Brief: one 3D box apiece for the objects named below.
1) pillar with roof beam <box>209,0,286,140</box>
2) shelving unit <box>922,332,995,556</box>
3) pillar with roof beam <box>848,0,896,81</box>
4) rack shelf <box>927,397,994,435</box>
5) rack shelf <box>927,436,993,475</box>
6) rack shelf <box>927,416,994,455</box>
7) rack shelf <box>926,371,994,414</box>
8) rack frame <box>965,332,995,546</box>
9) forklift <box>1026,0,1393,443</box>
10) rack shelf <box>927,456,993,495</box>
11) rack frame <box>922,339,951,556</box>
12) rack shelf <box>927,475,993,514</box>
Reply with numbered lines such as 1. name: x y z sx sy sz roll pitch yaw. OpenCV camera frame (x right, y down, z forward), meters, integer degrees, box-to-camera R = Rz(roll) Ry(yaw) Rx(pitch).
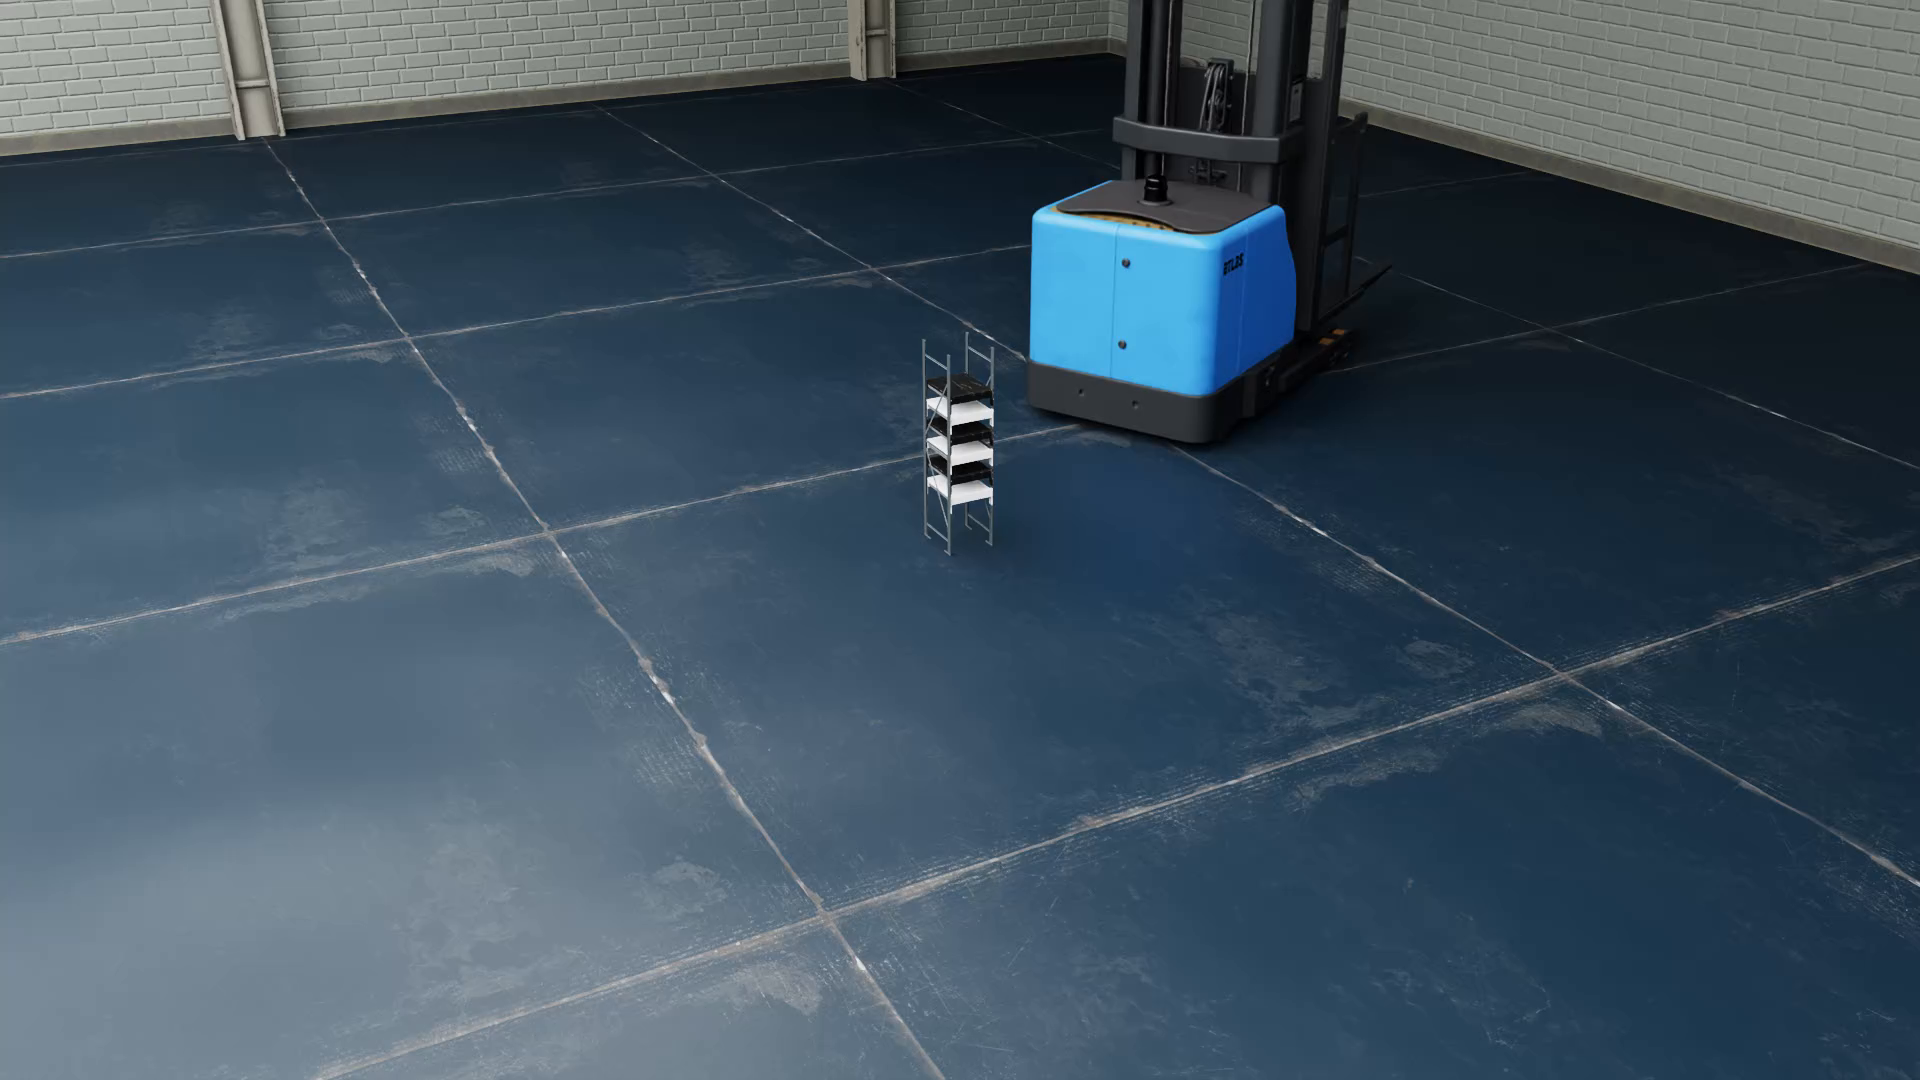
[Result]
1. pillar with roof beam: -4.172 -6.003 9.356 0.400 9.000 9.100 -13 29 -25
2. shelving unit: -0.007 -0.404 7.052 0.210 0.900 0.258 -13 29 -25
3. pillar with roof beam: 1.123 -7.225 11.901 0.400 9.000 9.100 -13 29 -25
4. rack shelf: -0.007 -0.536 6.988 0.200 0.077 0.258 -13 29 -25
5. rack shelf: -0.007 -0.374 7.066 0.200 0.077 0.258 -13 29 -25
6. rack shelf: -0.007 -0.455 7.027 0.200 0.077 0.258 -13 29 -25
7. rack shelf: -0.007 -0.617 6.949 0.200 0.077 0.258 -13 29 -25
8. rack frame: 0.083 -0.425 7.095 0.006 0.900 0.240 -13 29 -25
9. forklift: 1.573 -2.379 8.818 1.130 2.935 3.031 16 30 30
10. rack shelf: -0.007 -0.293 7.105 0.200 0.077 0.258 -13 29 -25
11. rack frame: -0.097 -0.383 7.009 0.006 0.900 0.240 -13 29 -25
12. rack shelf: -0.007 -0.212 7.144 0.200 0.077 0.258 -13 29 -25
